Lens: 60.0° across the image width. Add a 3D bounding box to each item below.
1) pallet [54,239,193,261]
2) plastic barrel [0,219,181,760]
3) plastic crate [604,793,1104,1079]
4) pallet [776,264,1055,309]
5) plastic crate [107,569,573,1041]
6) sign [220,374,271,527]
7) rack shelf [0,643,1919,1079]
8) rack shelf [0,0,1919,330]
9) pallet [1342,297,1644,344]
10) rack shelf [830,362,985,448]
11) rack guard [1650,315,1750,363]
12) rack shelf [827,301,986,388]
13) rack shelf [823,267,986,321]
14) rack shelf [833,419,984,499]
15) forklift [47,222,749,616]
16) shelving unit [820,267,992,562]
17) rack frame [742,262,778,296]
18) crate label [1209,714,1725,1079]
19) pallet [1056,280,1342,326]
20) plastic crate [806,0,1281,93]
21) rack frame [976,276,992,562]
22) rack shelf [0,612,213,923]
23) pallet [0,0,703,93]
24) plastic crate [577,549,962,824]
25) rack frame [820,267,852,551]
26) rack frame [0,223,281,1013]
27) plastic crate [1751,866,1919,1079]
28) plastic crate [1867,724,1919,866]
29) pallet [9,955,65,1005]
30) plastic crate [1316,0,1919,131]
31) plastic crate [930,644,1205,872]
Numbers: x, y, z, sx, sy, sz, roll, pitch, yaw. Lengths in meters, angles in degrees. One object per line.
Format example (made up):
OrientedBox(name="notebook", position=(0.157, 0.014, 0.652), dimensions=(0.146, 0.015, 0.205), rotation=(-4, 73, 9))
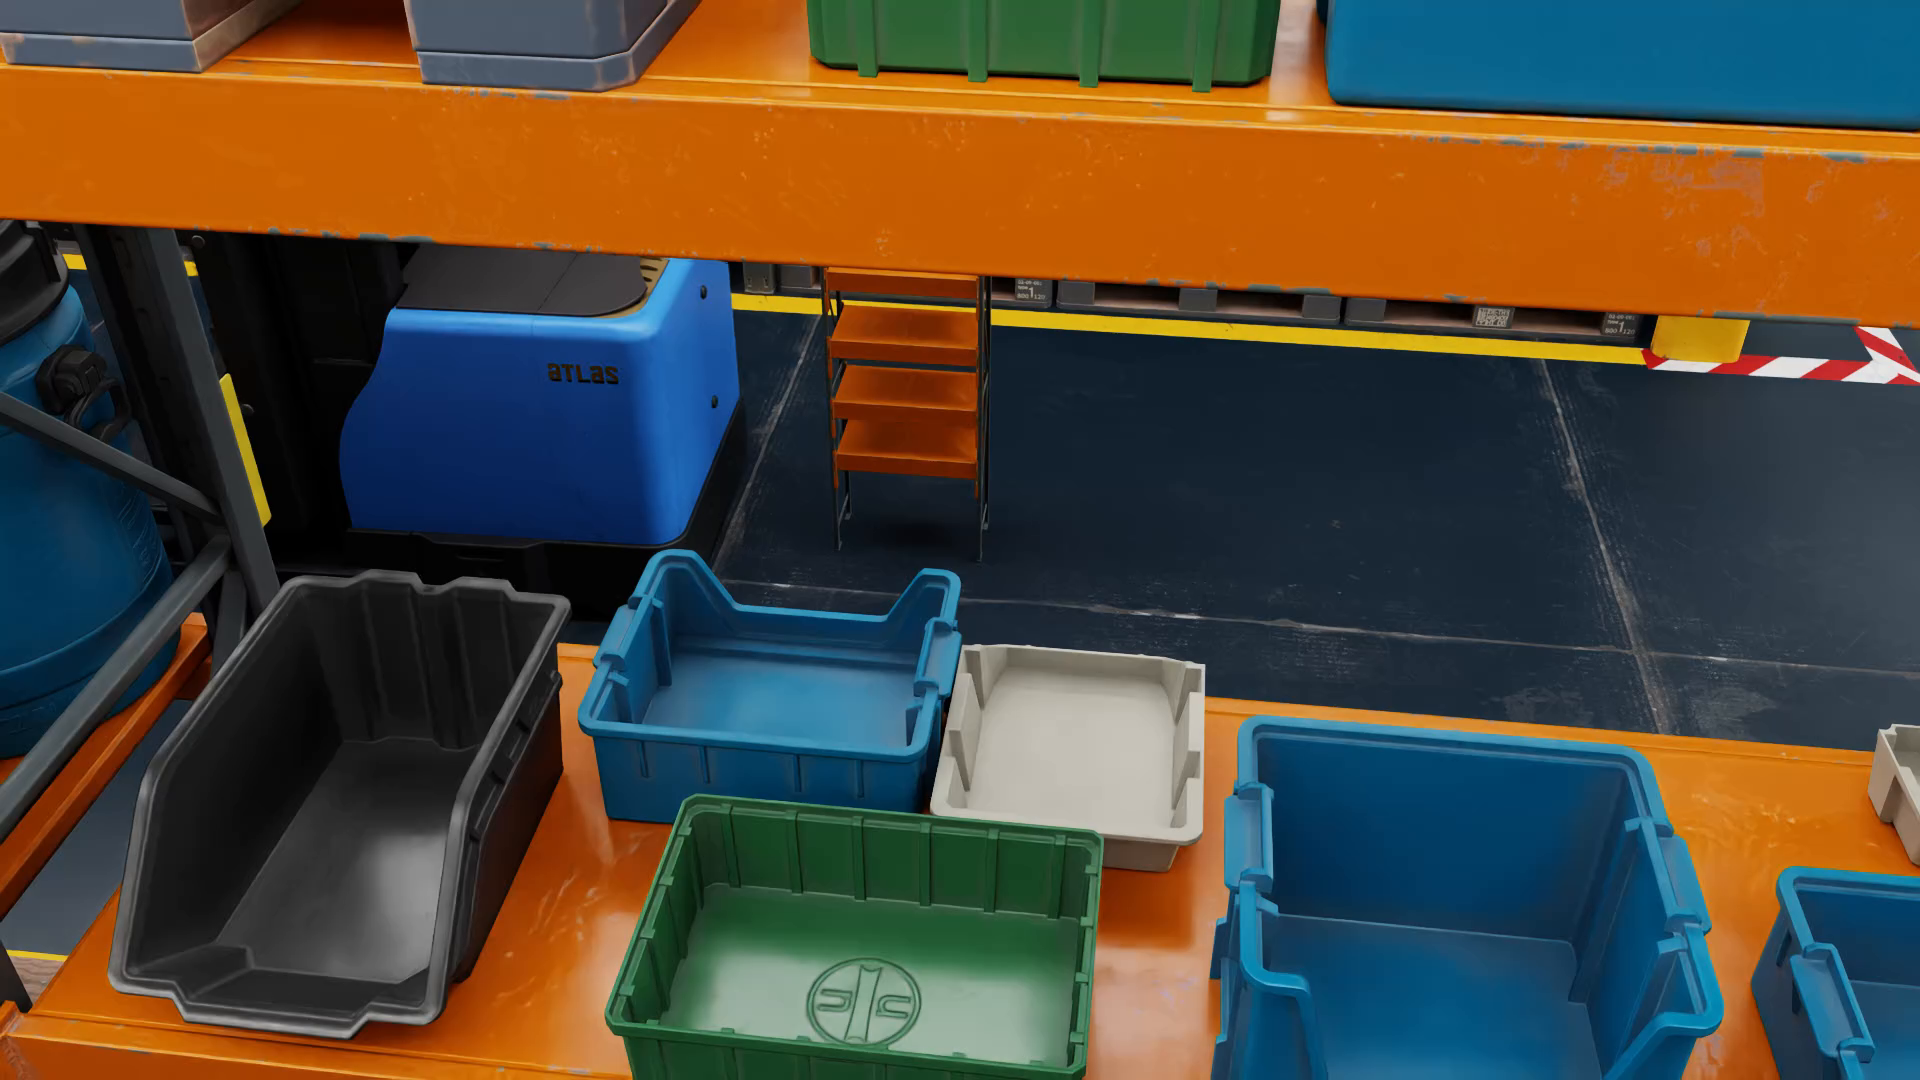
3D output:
OrientedBox(name="pallet", position=(-4.006, -1.676, 7.917), dimensions=(1.213, 0.211, 1.003), rotation=(4, 36, 6))
OrientedBox(name="plastic barrel", position=(-1.789, -0.127, 2.914), dimensions=(0.708, 0.901, 0.600), rotation=(4, 36, 6))
OrientedBox(name="plastic crate", position=(-0.134, 0.629, 2.468), dimensions=(0.662, 0.188, 0.450), rotation=(4, 36, 6))
OrientedBox(name="pallet", position=(-0.143, -1.409, 7.543), dimensions=(1.213, 0.211, 1.003), rotation=(4, 36, 6))
OrientedBox(name="plastic crate", position=(-0.941, 0.417, 2.637), dimensions=(0.504, 0.338, 0.767), rotation=(4, 36, 6))
OrientedBox(name="sign", position=(-1.363, -0.149, 3.138), dimensions=(0.005, 0.325, 0.100), rotation=(4, 36, 6))
OrientedBox(name="rack shelf", position=(0.539, 0.721, 2.777), dimensions=(4.000, 0.370, 1.077), rotation=(4, 36, 6))
OrientedBox(name="rack shelf", position=(0.539, -0.500, 1.906), dimensions=(4.000, 0.370, 1.077), rotation=(4, 36, 6))
OrientedBox(name="pallet", position=(2.277, -1.229, 7.290), dimensions=(1.213, 0.211, 1.003), rotation=(4, 36, 6))
OrientedBox(name="rack shelf", position=(-0.164, -0.446, 5.458), dimensions=(0.480, 0.148, 0.258), rotation=(4, 36, 6))
OrientedBox(name="rack guard", position=(3.079, -1.266, 7.093), dimensions=(0.348, 0.500, 1.175), rotation=(4, 36, 6))
OrientedBox(name="rack shelf", position=(-0.164, -0.628, 5.328), dimensions=(0.480, 0.148, 0.258), rotation=(4, 36, 6))
OrientedBox(name="rack shelf", position=(-0.164, -0.820, 5.190), dimensions=(0.480, 0.148, 0.258), rotation=(4, 36, 6))
OrientedBox(name="rack shelf", position=(-0.164, -0.284, 5.573), dimensions=(0.480, 0.148, 0.258), rotation=(4, 36, 6))
OrientedBox(name="forklift", position=(-2.323, -1.300, 5.048), dimensions=(3.031, 2.935, 1.130), rotation=(3, 36, 5))
OrientedBox(name="shelving unit", position=(-0.164, -0.501, 5.419), dimensions=(0.503, 1.200, 0.258), rotation=(4, 36, 6))
OrientedBox(name="rack frame", position=(-0.813, -2.574, 6.774), dimensions=(0.127, 3.000, 1.000), rotation=(4, 36, 6))
OrientedBox(name="crate label", position=(0.663, 0.581, 2.323), dimensions=(0.616, 0.435, 0.502), rotation=(4, 36, 6))
OrientedBox(name="pallet", position=(1.071, -1.321, 7.419), dimensions=(1.213, 0.211, 1.003), rotation=(4, 36, 6))
OrientedBox(name="plastic crate", position=(0.086, -0.581, 1.582), dimensions=(0.450, 0.188, 0.336), rotation=(4, 36, 6))
OrientedBox(name="rack frame", position=(0.078, -0.483, 5.393), dimensions=(0.015, 1.200, 0.240), rotation=(4, 36, 6))
OrientedBox(name="rack shelf", position=(-3.428, 0.425, 3.192), dimensions=(4.000, 0.370, 1.077), rotation=(4, 36, 6))
OrientedBox(name="pallet", position=(-0.716, -0.867, 1.963), dimensions=(1.003, 0.211, 1.213), rotation=(4, 36, 6))
OrientedBox(name="plastic crate", position=(-0.312, 0.266, 2.923), dimensions=(0.616, 0.251, 0.499), rotation=(4, 36, 6))
OrientedBox(name="rack frame", position=(-0.406, -0.519, 5.444), dimensions=(0.015, 1.200, 0.240), rotation=(4, 36, 6))
OrientedBox(name="rack frame", position=(-1.444, 0.280, 2.775), dimensions=(0.127, 3.000, 1.000), rotation=(4, 36, 6))
OrientedBox(name="plastic crate", position=(1.345, 0.721, 2.286), dimensions=(0.408, 0.251, 0.499), rotation=(4, 36, 6))
OrientedBox(name="plastic crate", position=(1.677, 0.432, 2.790), dimensions=(0.250, 0.136, 0.298), rotation=(4, 36, 6))
OrientedBox(name="pallet", position=(-2.228, 1.379, 3.636), dimensions=(1.213, 0.211, 1.003), rotation=(4, 36, 6))
OrientedBox(name="plastic crate", position=(0.593, -0.606, 1.449), dimensions=(0.575, 0.384, 0.392), rotation=(4, 36, 6))
OrientedBox(name="plastic crate", position=(0.199, 0.362, 2.888), dimensions=(0.437, 0.136, 0.530), rotation=(4, 36, 6))
